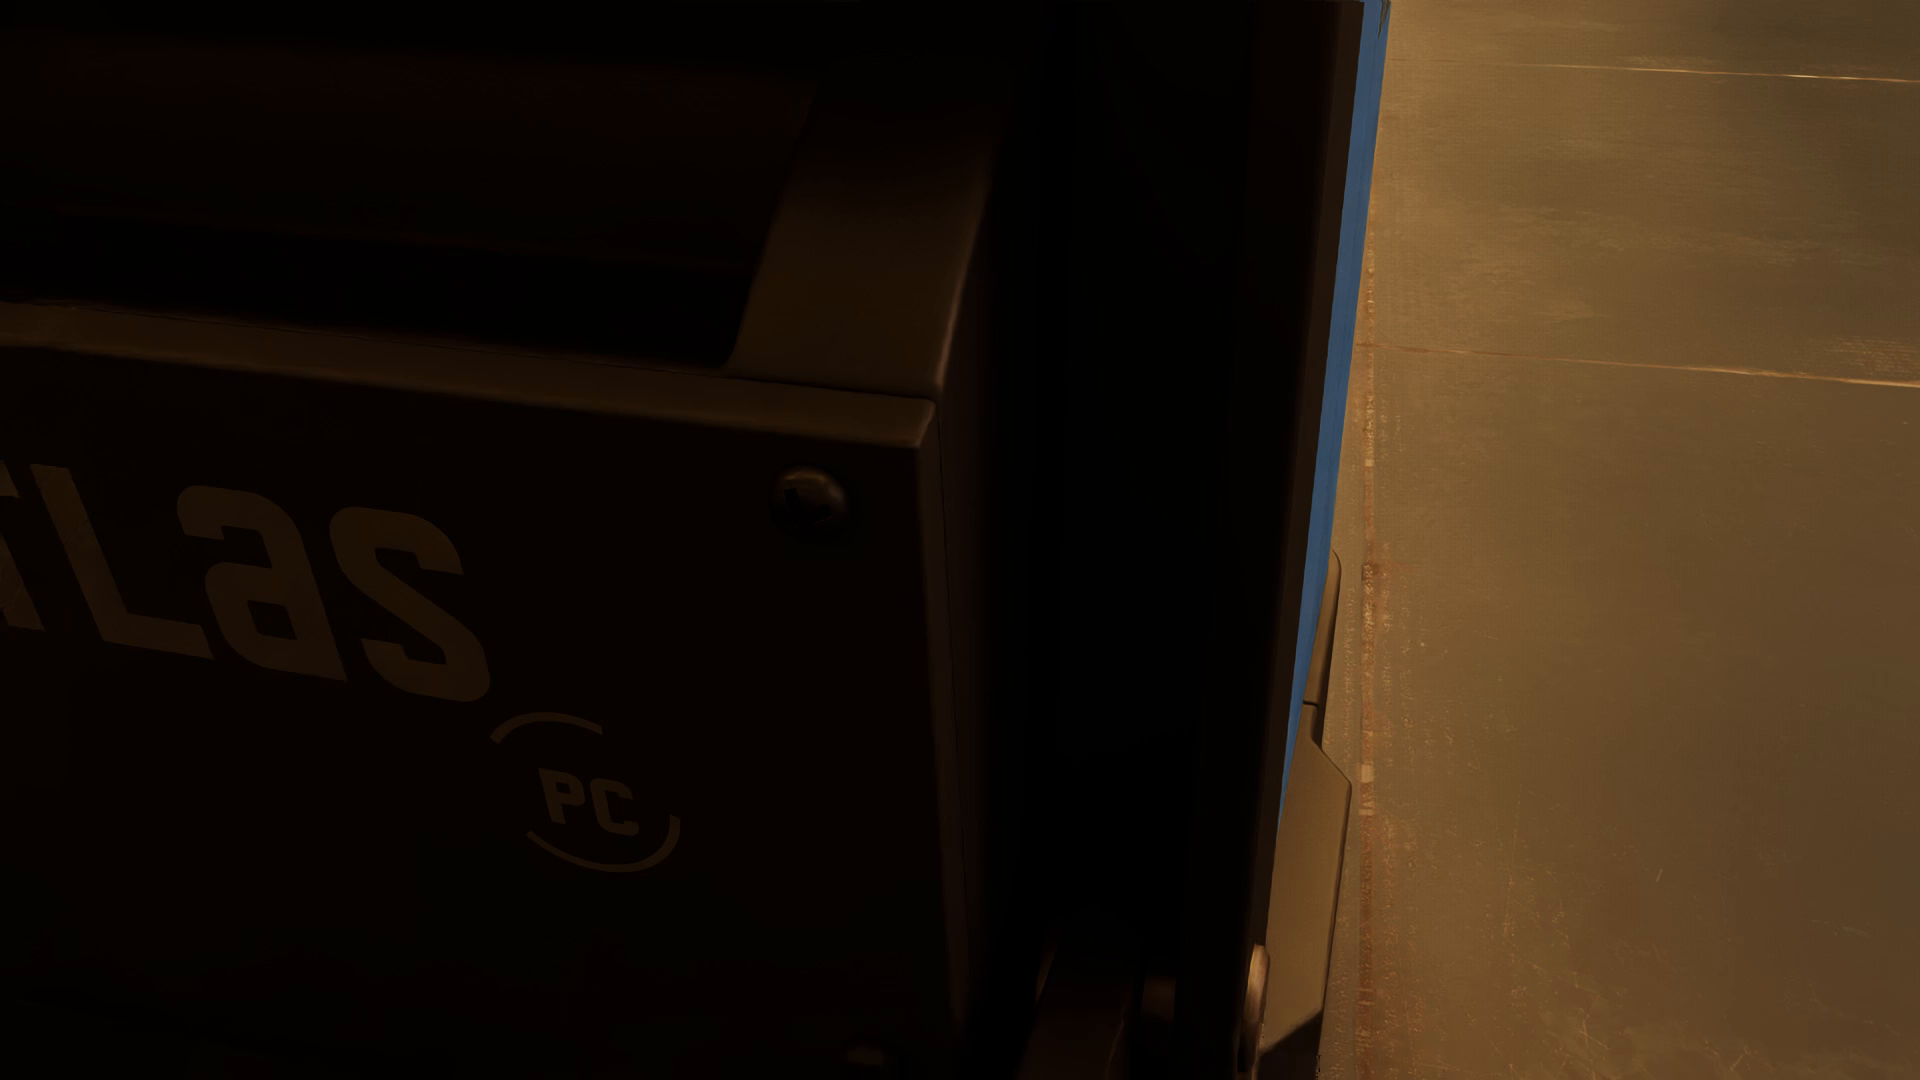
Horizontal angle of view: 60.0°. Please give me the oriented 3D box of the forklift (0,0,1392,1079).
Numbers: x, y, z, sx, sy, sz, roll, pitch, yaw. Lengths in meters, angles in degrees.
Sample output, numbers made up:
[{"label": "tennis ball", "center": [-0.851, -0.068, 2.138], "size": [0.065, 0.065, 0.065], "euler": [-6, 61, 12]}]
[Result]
[{"label": "forklift", "center": [-0.491, -0.454, 0.145], "size": [1.130, 2.935, 3.031], "euler": [7, 28, 14]}]
